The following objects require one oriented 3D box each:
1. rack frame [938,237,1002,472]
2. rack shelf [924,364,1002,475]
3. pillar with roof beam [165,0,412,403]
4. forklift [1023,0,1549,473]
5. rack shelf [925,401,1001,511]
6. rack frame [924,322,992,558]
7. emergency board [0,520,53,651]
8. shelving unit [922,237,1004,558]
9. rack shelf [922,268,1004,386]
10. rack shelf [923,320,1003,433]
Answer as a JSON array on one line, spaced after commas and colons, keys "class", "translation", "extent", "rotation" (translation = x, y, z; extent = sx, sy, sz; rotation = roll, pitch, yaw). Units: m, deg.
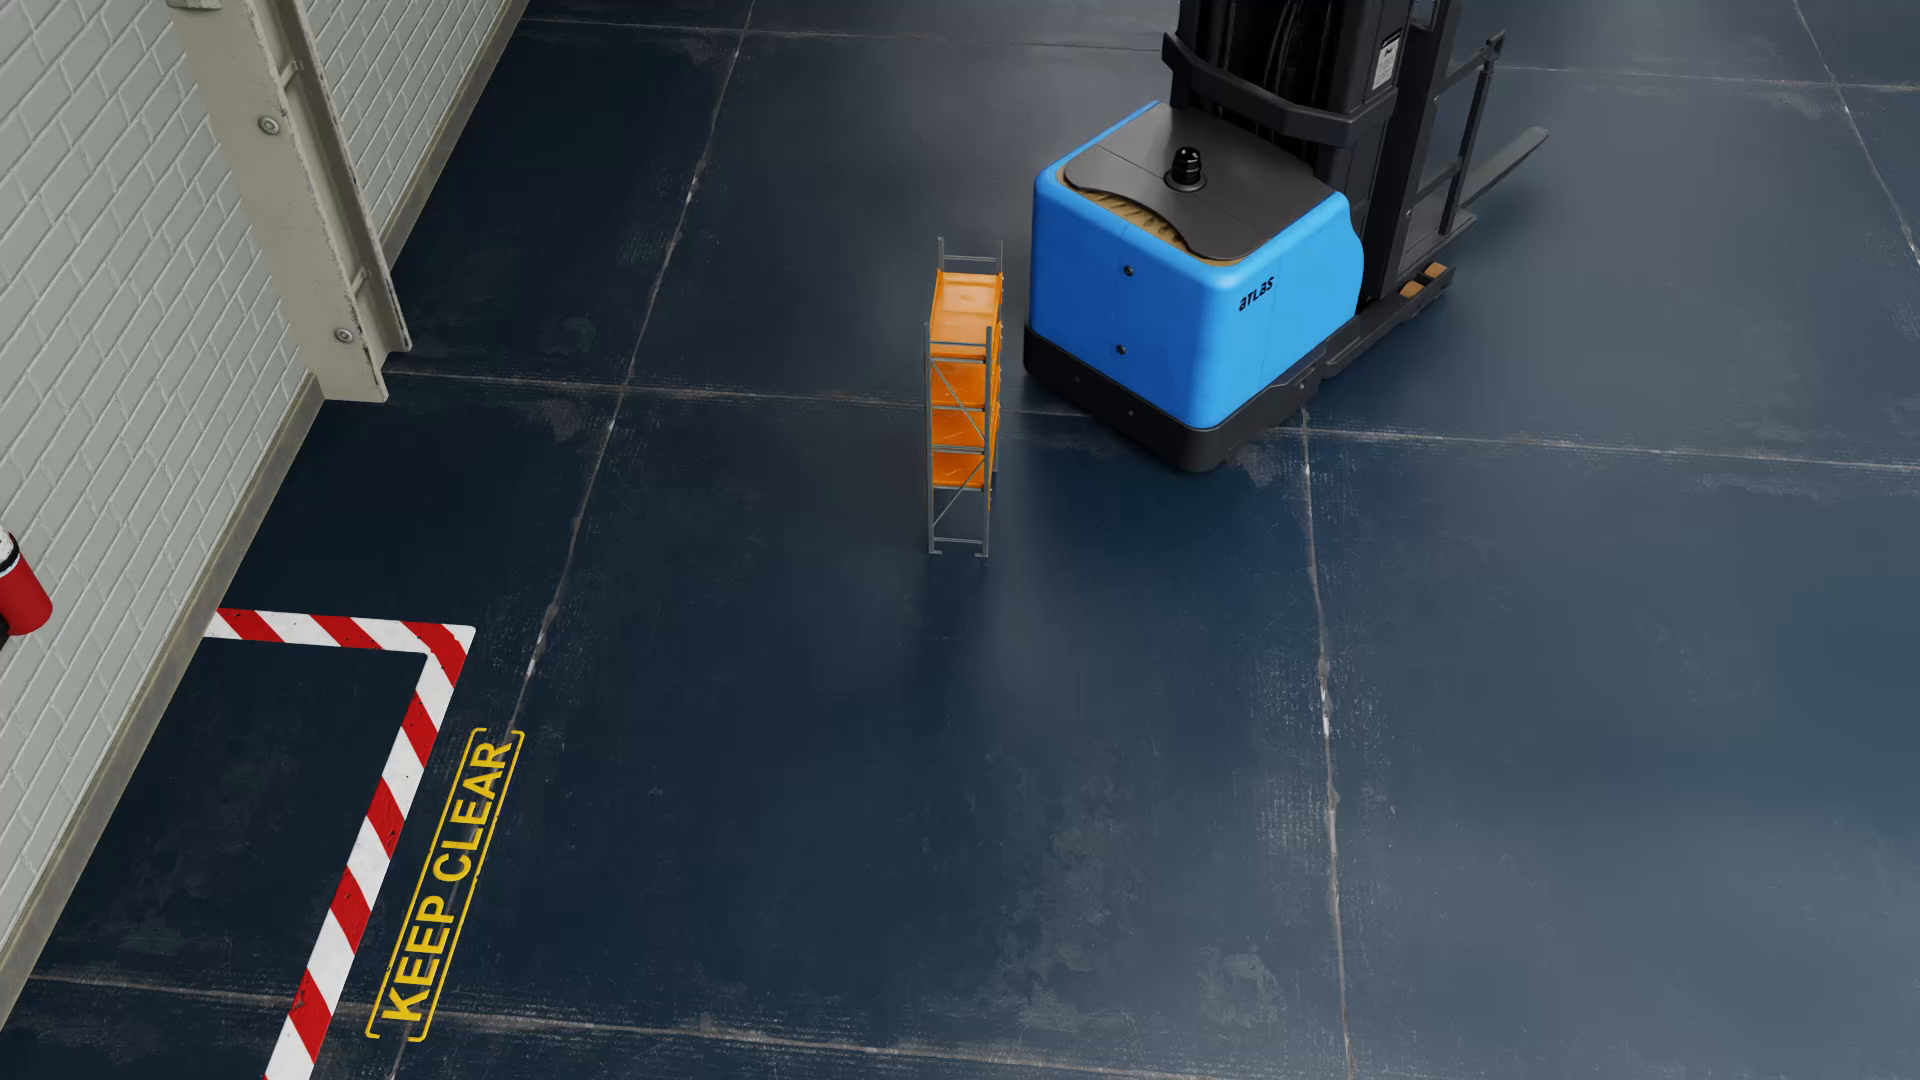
[{"class": "rack frame", "translation": [0.037, -0.706, 6.608], "extent": [0.240, 1.200, 0.015], "rotation": [4, 48, 4]}, {"class": "rack shelf", "translation": [0.015, -0.481, 6.494], "extent": [0.258, 0.148, 0.480], "rotation": [4, 48, 4]}, {"class": "pillar with roof beam", "translation": [1.616, -3.509, 3.887], "extent": [9.100, 9.000, 0.400], "rotation": [4, 48, 4]}, {"class": "forklift", "translation": [1.667, -2.260, 6.857], "extent": [1.130, 2.935, 3.031], "rotation": [36, 57, 28]}, {"class": "rack shelf", "translation": [0.015, -0.347, 6.641], "extent": [0.258, 0.148, 0.480], "rotation": [4, 48, 4]}, {"class": "rack frame", "translation": [-0.007, -0.347, 6.280], "extent": [0.240, 1.200, 0.015], "rotation": [4, 48, 4]}, {"class": "emergency board", "translation": [-2.934, 0.039, 4.707], "extent": [0.194, 1.169, 0.643], "rotation": [4, 48, 4]}, {"class": "shelving unit", "translation": [0.015, -0.527, 6.444], "extent": [0.258, 1.200, 0.503], "rotation": [4, 48, 4]}, {"class": "rack shelf", "translation": [0.015, -0.792, 6.154], "extent": [0.258, 0.148, 0.480], "rotation": [4, 48, 4]}, {"class": "rack shelf", "translation": [0.015, -0.632, 6.329], "extent": [0.258, 0.148, 0.480], "rotation": [4, 48, 4]}]
